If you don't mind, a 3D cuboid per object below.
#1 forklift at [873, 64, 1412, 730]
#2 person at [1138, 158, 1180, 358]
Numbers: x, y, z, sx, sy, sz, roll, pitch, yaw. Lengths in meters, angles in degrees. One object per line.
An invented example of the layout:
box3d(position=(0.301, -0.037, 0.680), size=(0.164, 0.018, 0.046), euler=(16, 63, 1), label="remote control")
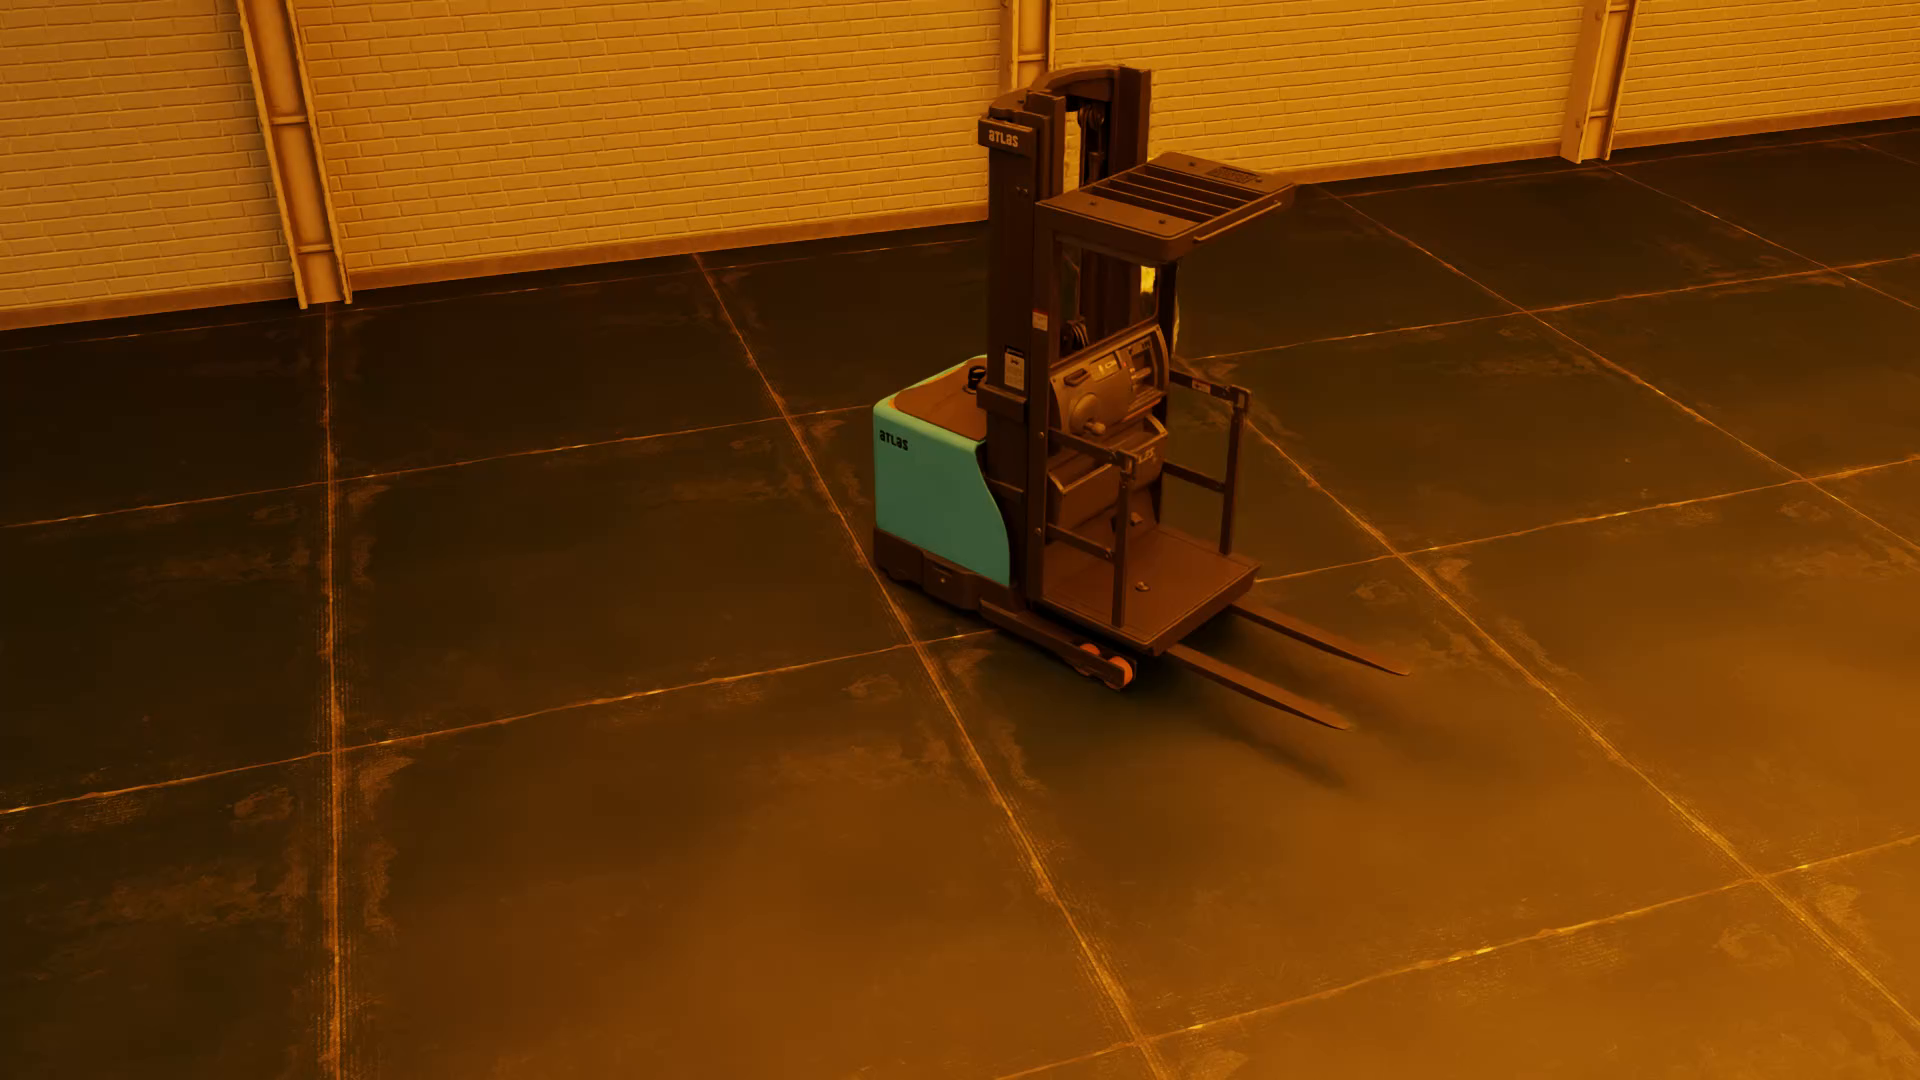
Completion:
box3d(position=(0.938, -0.789, 8.459), size=(3.031, 2.935, 1.130), euler=(24, 38, 35), label="forklift")
box3d(position=(1.285, -1.806, 11.484), size=(0.655, 1.693, 0.791), euler=(7, 31, 12), label="person")
